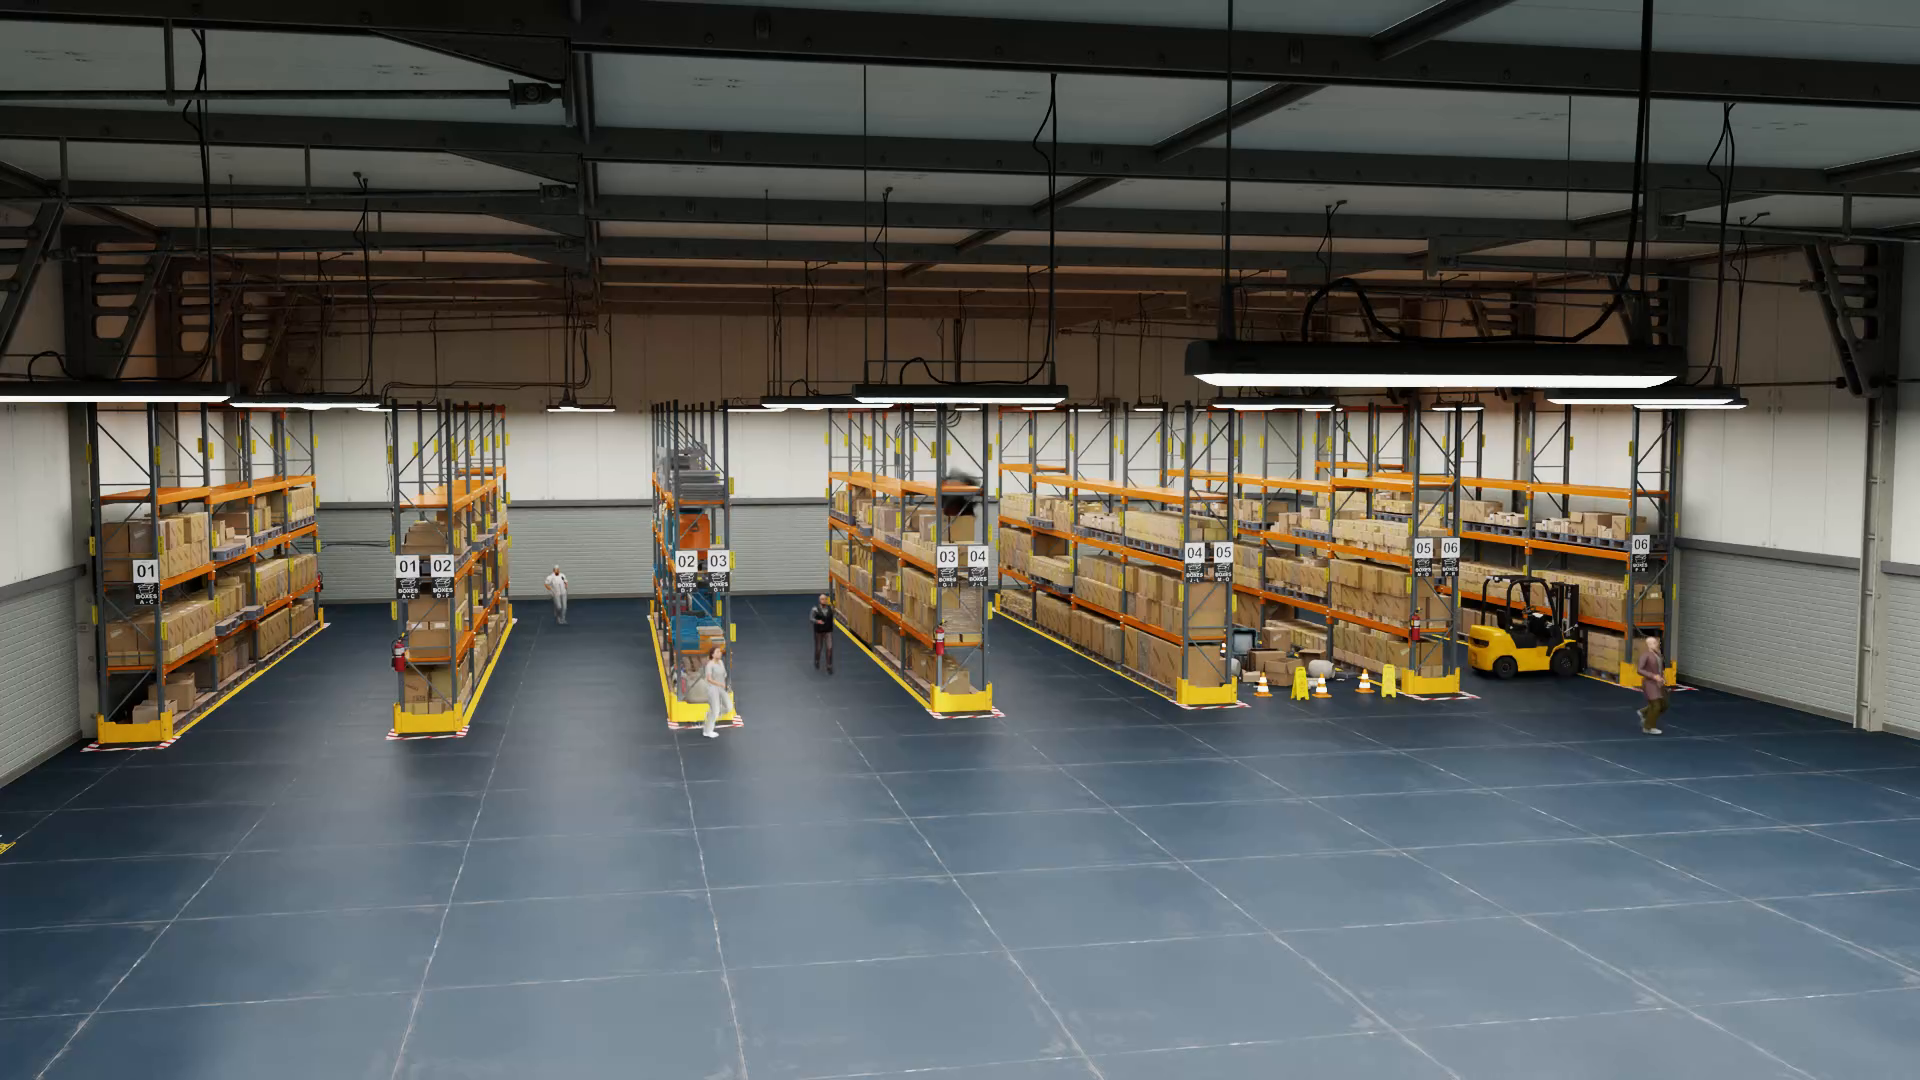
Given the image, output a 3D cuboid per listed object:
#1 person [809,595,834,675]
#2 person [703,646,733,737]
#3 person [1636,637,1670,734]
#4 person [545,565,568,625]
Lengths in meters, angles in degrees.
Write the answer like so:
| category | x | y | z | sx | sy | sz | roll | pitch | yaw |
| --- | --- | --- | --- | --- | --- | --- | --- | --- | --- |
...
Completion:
| category | x | y | z | sx | sy | sz | roll | pitch | yaw |
| --- | --- | --- | --- | --- | --- | --- | --- | --- | --- |
| person | -3.054 | 2.075 | 36.897 | 0.610 | 1.754 | 0.889 | -1 | 4 | -15 |
| person | -4.291 | 2.686 | 29.558 | 0.620 | 1.625 | 0.593 | 3 | 5 | 30 |
| person | 12.425 | 2.608 | 29.818 | 0.706 | 1.727 | 0.661 | -3 | 5 | -36 |
| person | -10.940 | 1.502 | 45.315 | 0.613 | 1.639 | 0.606 | -3 | 5 | -36 |
